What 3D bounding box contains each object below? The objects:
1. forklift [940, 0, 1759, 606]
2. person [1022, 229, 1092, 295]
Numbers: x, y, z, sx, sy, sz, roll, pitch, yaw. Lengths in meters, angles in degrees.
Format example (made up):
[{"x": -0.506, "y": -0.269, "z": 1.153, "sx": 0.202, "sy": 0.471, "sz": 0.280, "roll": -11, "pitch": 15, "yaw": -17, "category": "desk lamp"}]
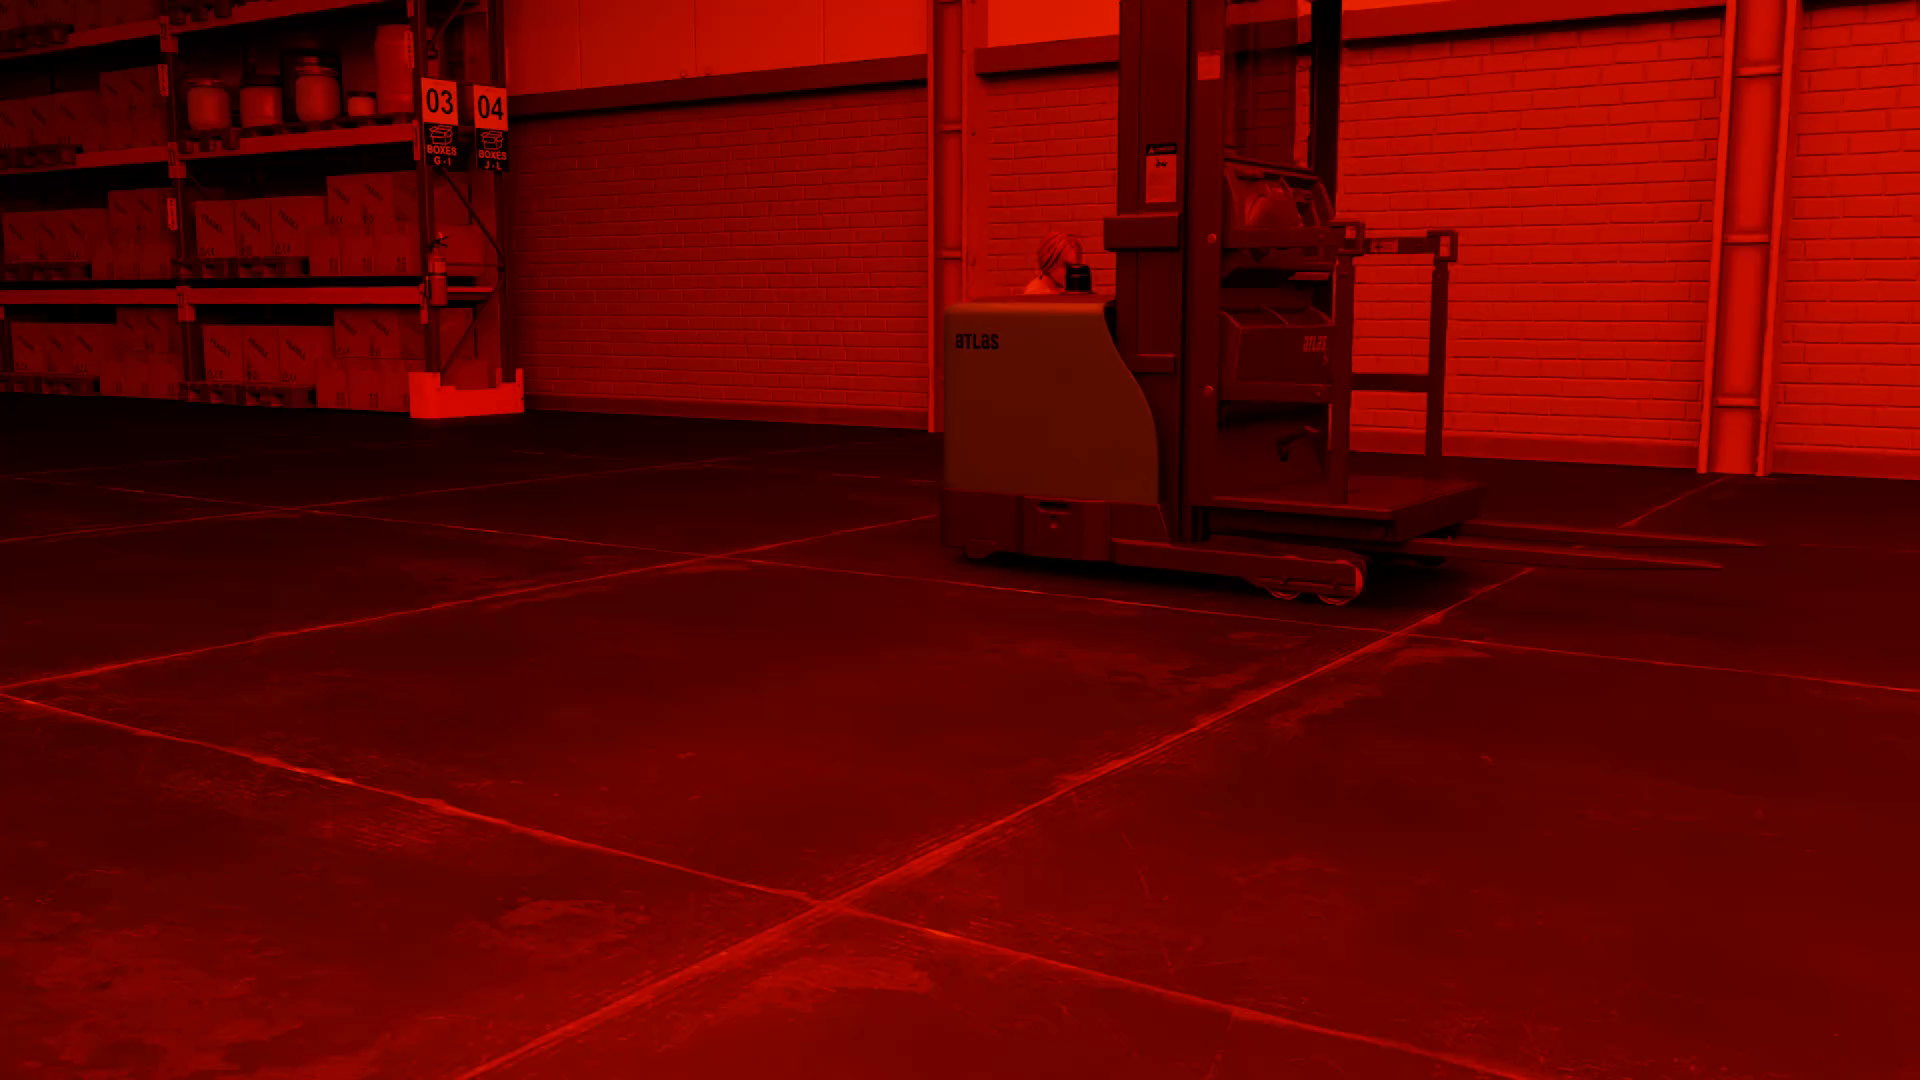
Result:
[{"x": 1.415, "y": -1.300, "z": 6.337, "sx": 3.031, "sy": 2.935, "sz": 1.130, "roll": 6, "pitch": 10, "yaw": 34, "category": "forklift"}, {"x": 0.558, "y": -0.682, "z": 7.348, "sx": 0.822, "sy": 1.365, "sz": 0.688, "roll": -7, "pitch": 10, "yaw": -39, "category": "person"}]
